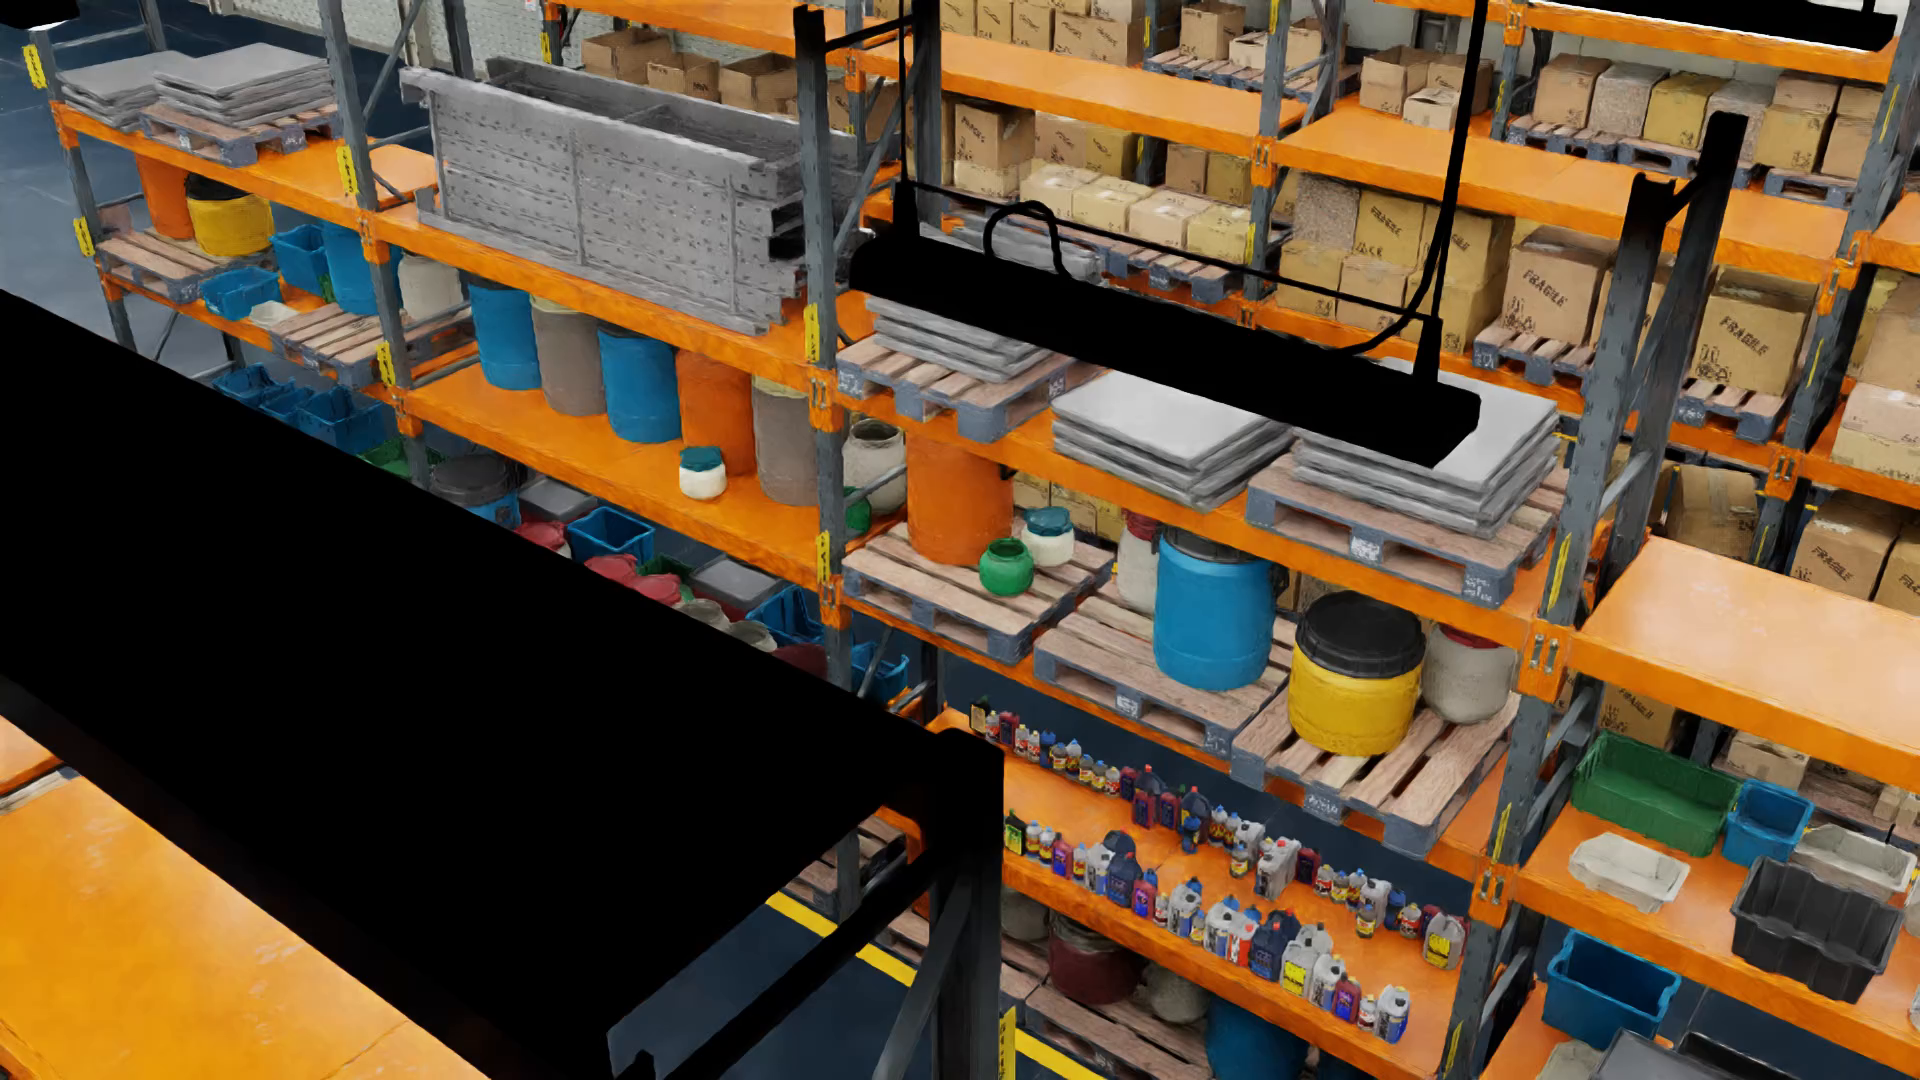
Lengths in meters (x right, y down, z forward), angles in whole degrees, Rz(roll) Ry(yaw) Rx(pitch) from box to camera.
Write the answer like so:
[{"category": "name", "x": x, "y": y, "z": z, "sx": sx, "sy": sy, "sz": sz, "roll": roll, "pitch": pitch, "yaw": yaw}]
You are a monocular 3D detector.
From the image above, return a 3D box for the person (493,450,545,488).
[{"category": "person", "x": -3.943, "y": -0.800, "z": 14.924, "sx": 1.193, "sy": 1.700, "sz": 0.588, "roll": 20, "pitch": 37, "yaw": 29}]
